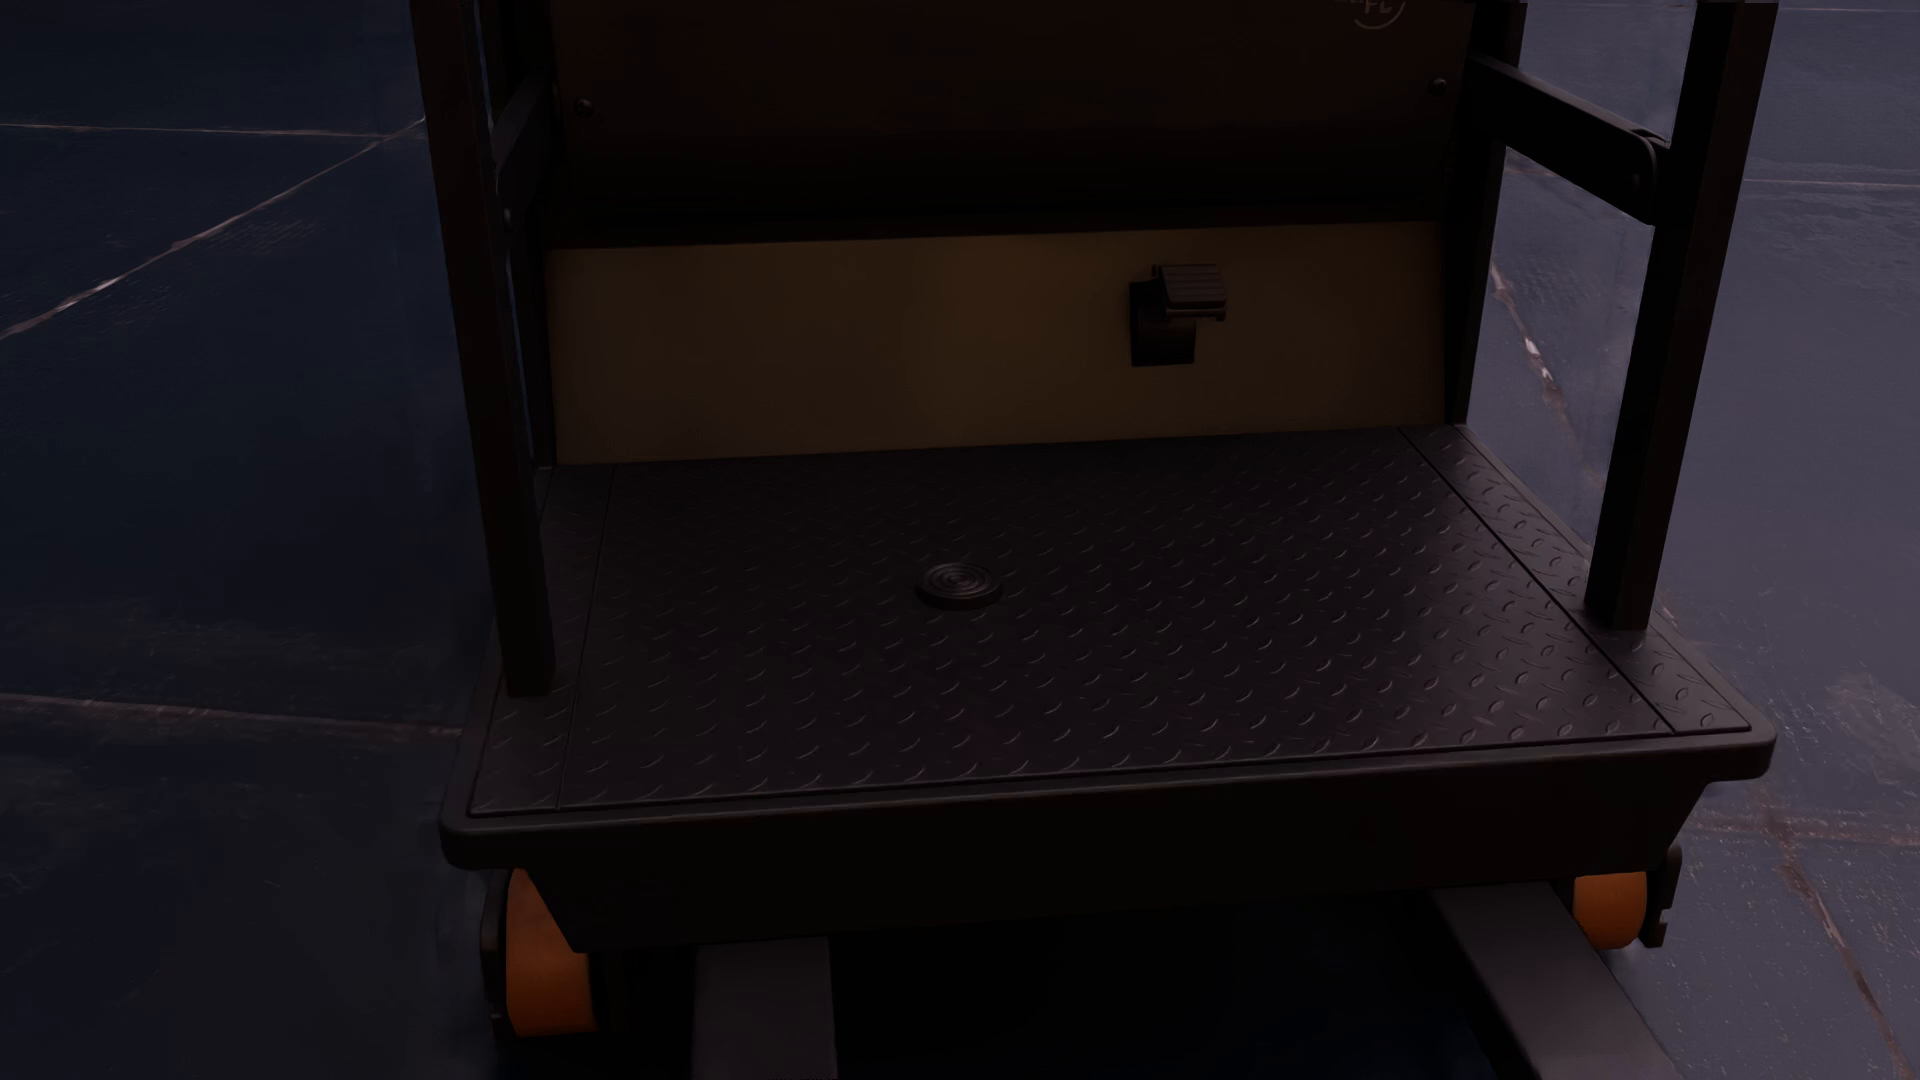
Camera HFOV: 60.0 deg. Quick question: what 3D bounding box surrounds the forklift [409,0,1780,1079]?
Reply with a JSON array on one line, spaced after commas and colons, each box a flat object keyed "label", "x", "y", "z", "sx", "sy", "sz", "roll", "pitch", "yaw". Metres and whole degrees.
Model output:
[{"label": "forklift", "x": 0.087, "y": -1.009, "z": 1.239, "sx": 1.130, "sy": 2.935, "sz": 3.031, "roll": -3, "pitch": 27, "yaw": -6}]
